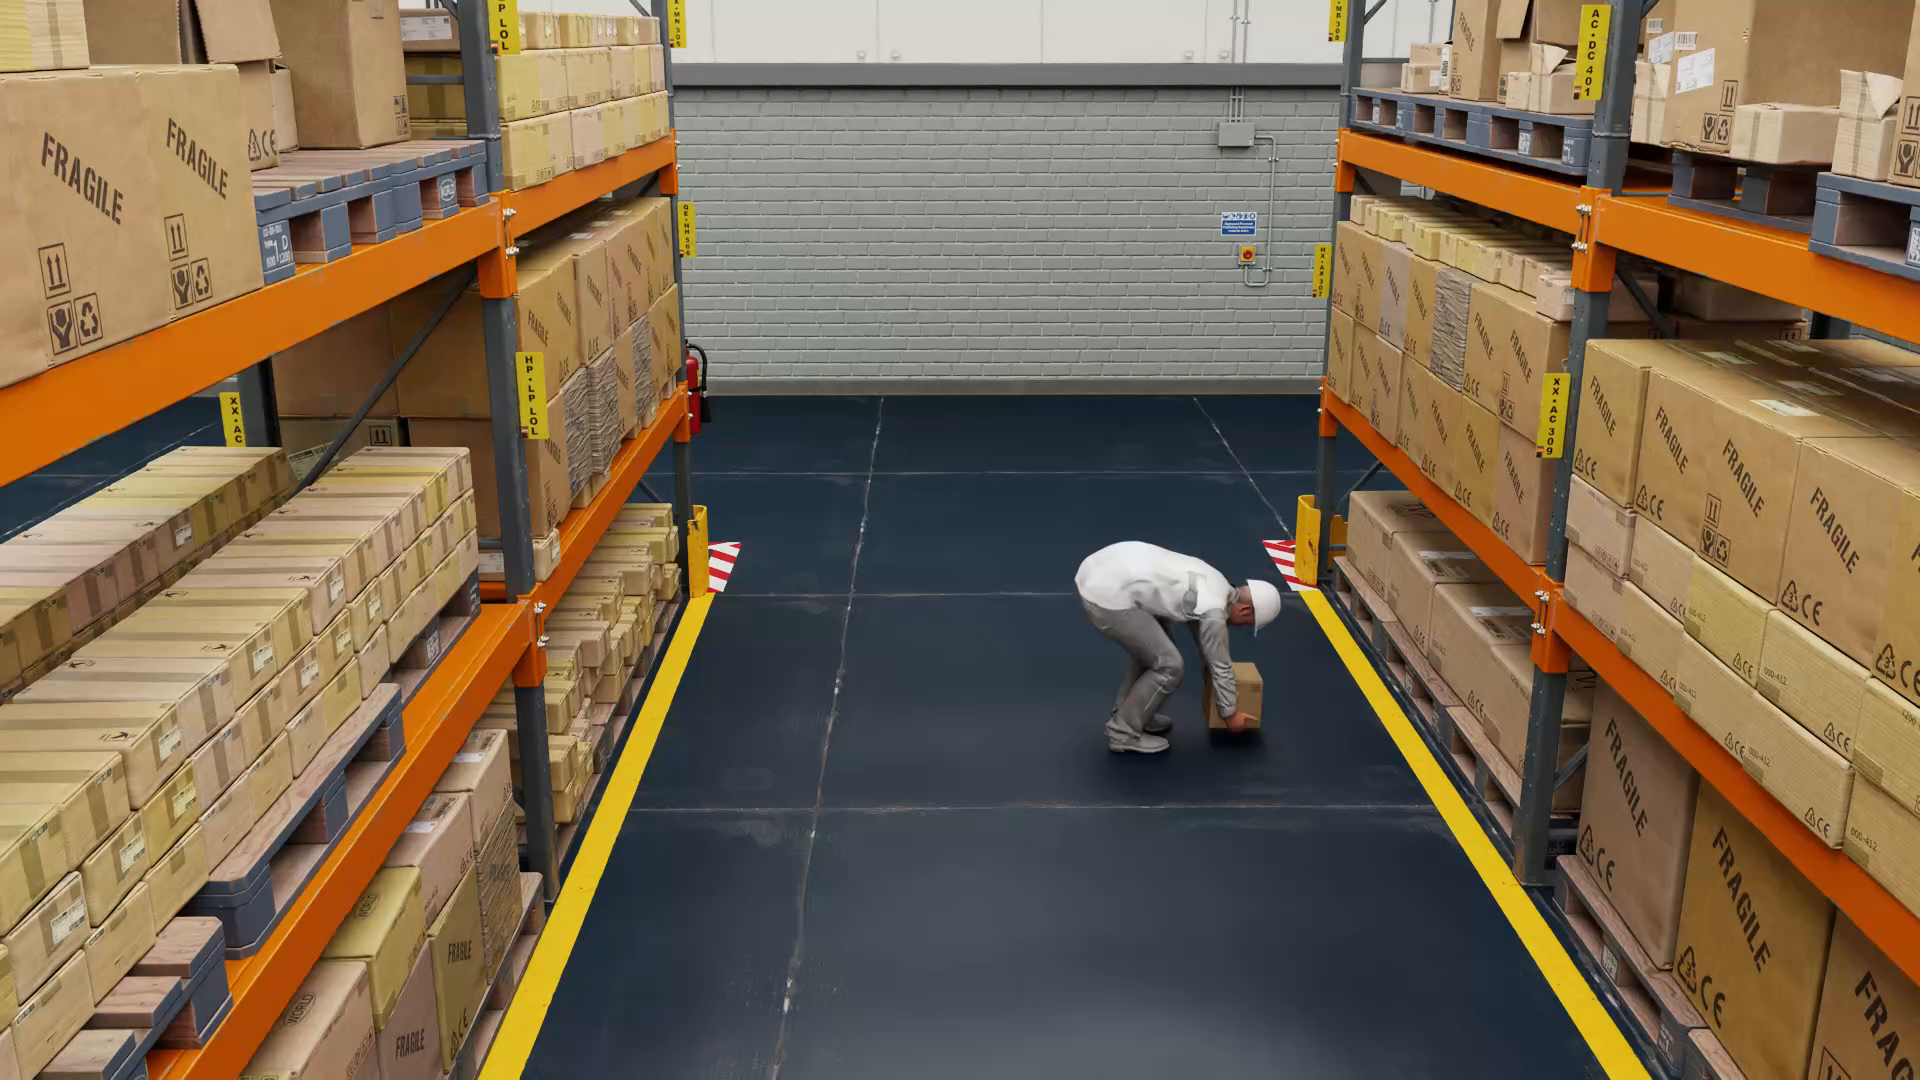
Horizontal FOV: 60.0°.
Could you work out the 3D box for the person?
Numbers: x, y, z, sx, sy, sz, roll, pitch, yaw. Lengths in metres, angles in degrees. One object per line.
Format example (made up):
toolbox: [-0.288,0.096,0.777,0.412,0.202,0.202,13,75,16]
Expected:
person: [1.064,0.503,8.149,1.000,1.014,0.489,-1,17,-3]
